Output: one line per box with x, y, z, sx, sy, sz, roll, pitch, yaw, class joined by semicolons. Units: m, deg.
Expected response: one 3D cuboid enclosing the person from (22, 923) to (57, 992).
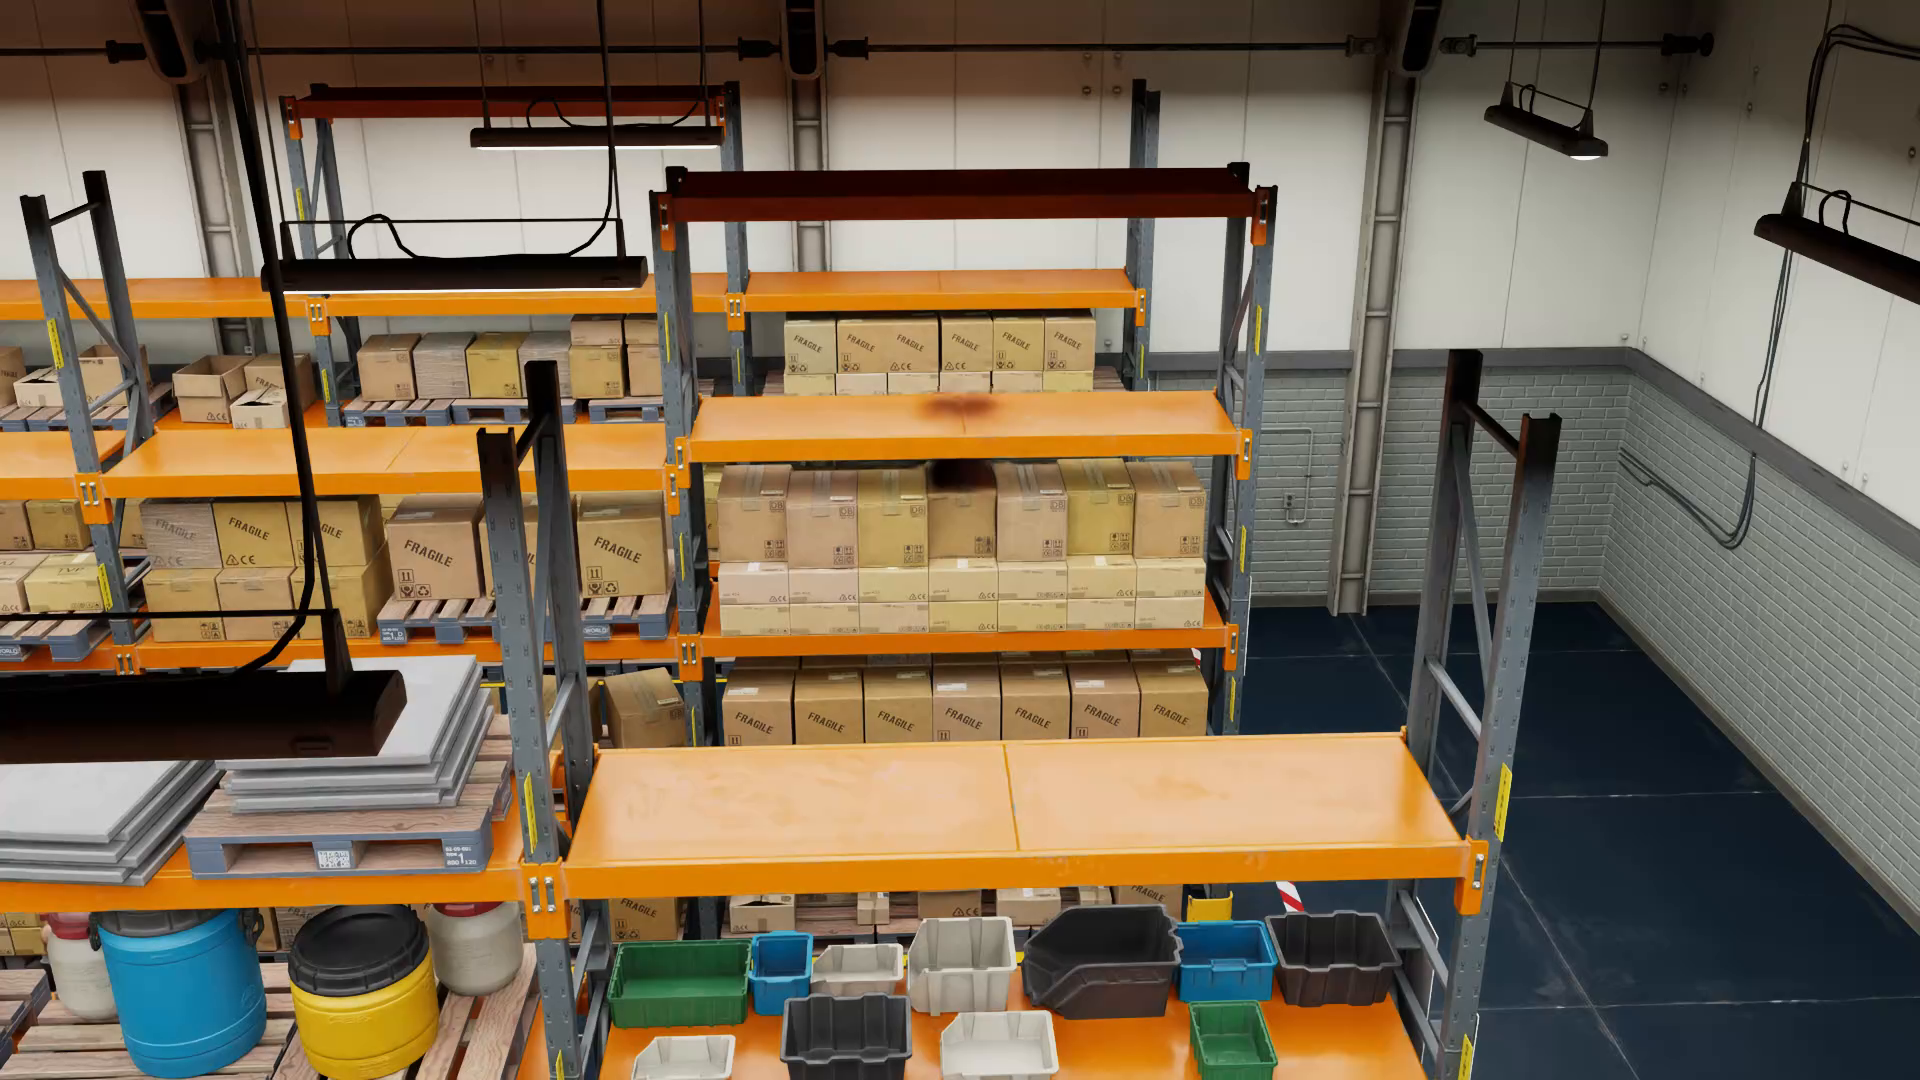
-5.709;3.234;10.888;0.616;1.749;0.364;-3;22;-8;person
